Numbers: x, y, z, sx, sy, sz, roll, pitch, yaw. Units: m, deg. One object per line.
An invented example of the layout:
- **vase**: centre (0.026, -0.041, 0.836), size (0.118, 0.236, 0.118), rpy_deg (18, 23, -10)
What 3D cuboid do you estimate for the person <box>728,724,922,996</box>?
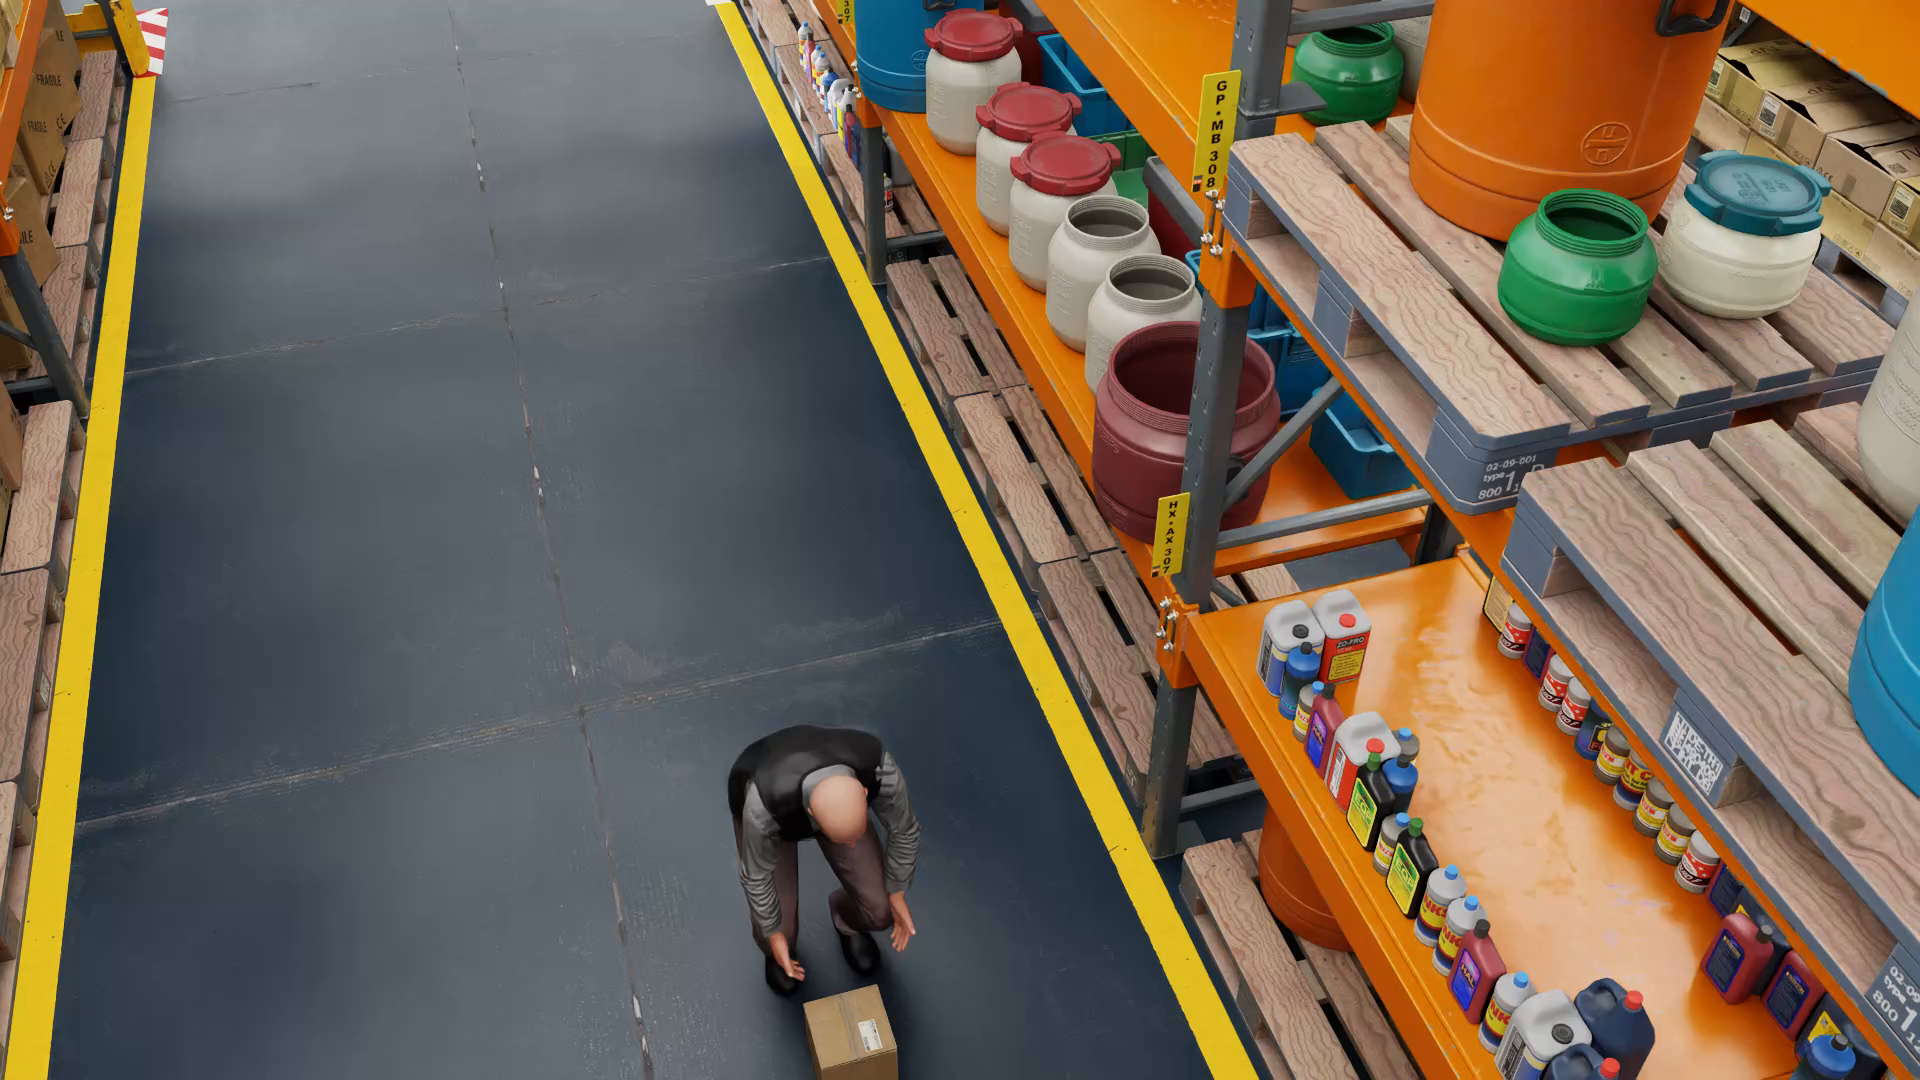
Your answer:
- **person**: centre (-0.442, 1.002, 5.394), size (0.587, 1.286, 0.771), rpy_deg (-12, 43, -13)
